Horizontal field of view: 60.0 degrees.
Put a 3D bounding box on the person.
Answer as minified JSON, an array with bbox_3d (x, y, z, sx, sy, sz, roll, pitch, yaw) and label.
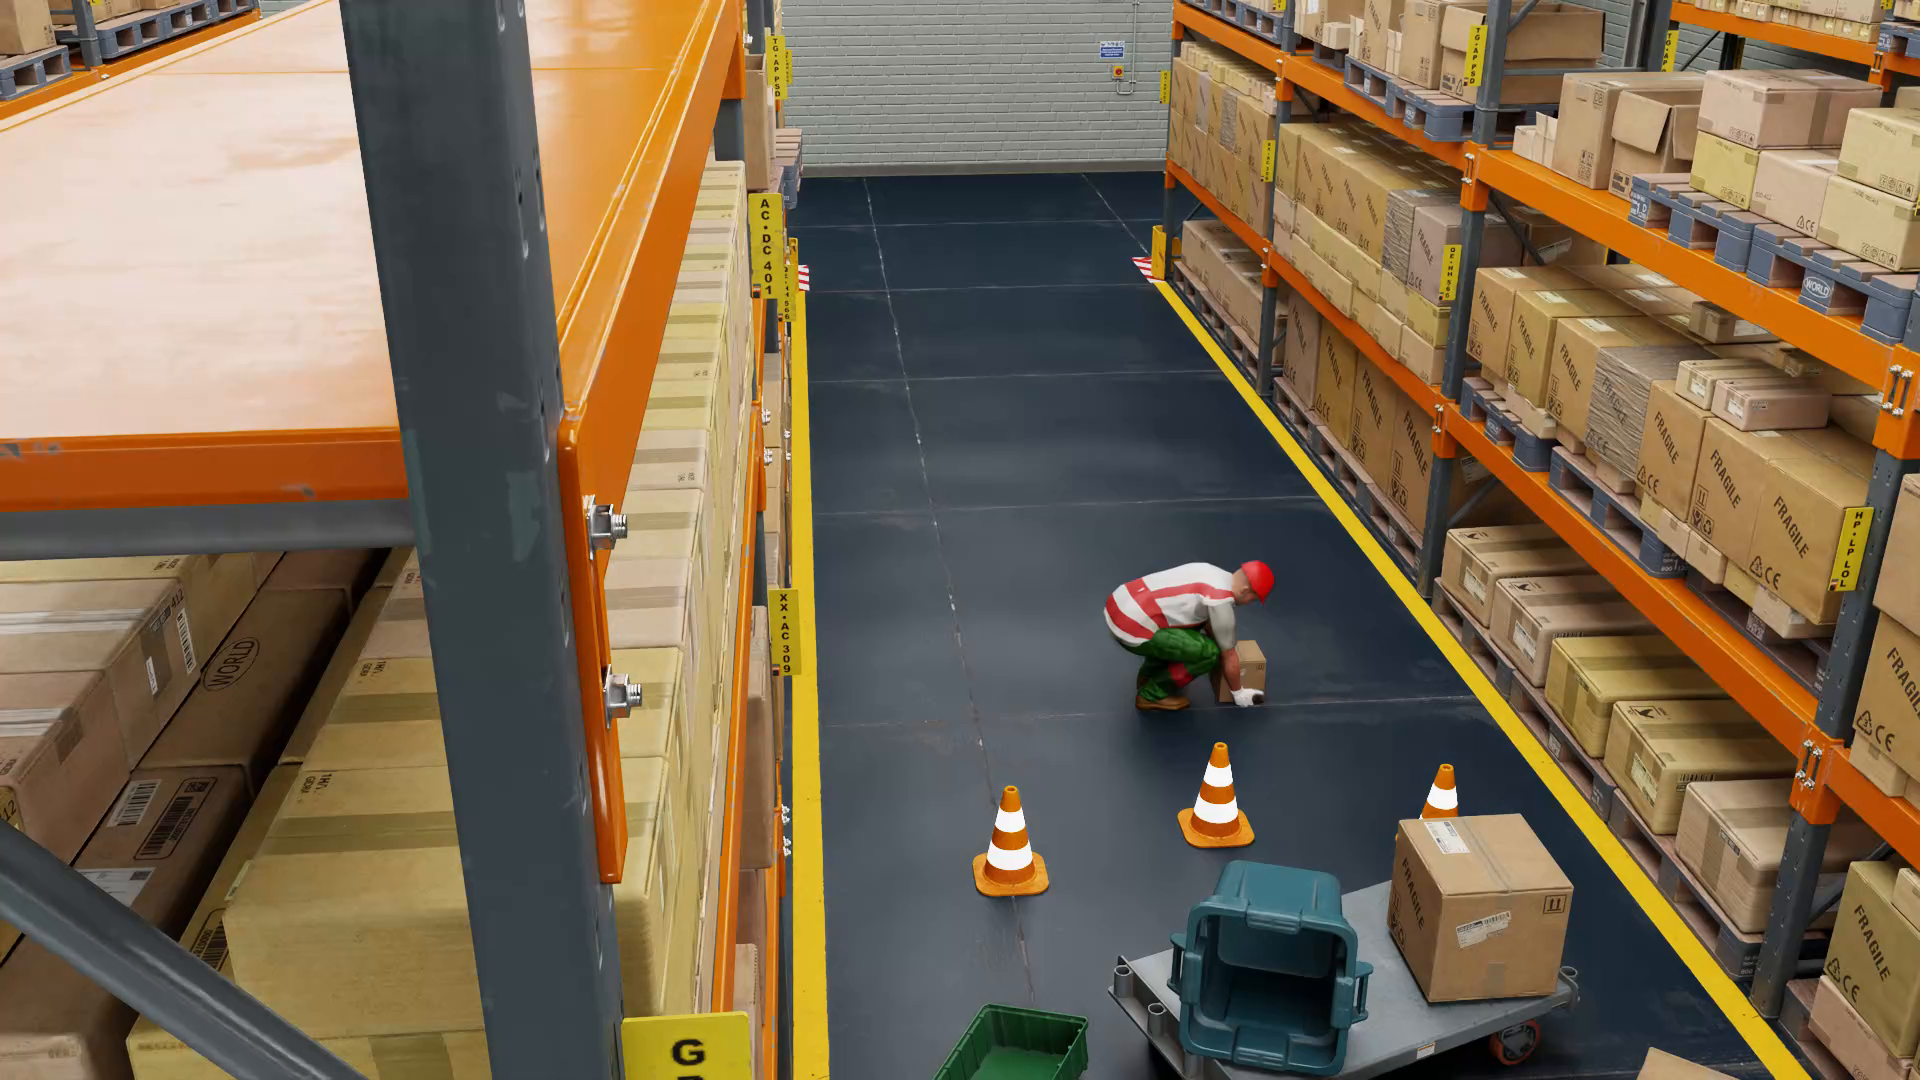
[{"bbox_3d":[1.262,0.527,9.186,0.946,0.813,0.534,-3,24,-6],"label":"person"}]
